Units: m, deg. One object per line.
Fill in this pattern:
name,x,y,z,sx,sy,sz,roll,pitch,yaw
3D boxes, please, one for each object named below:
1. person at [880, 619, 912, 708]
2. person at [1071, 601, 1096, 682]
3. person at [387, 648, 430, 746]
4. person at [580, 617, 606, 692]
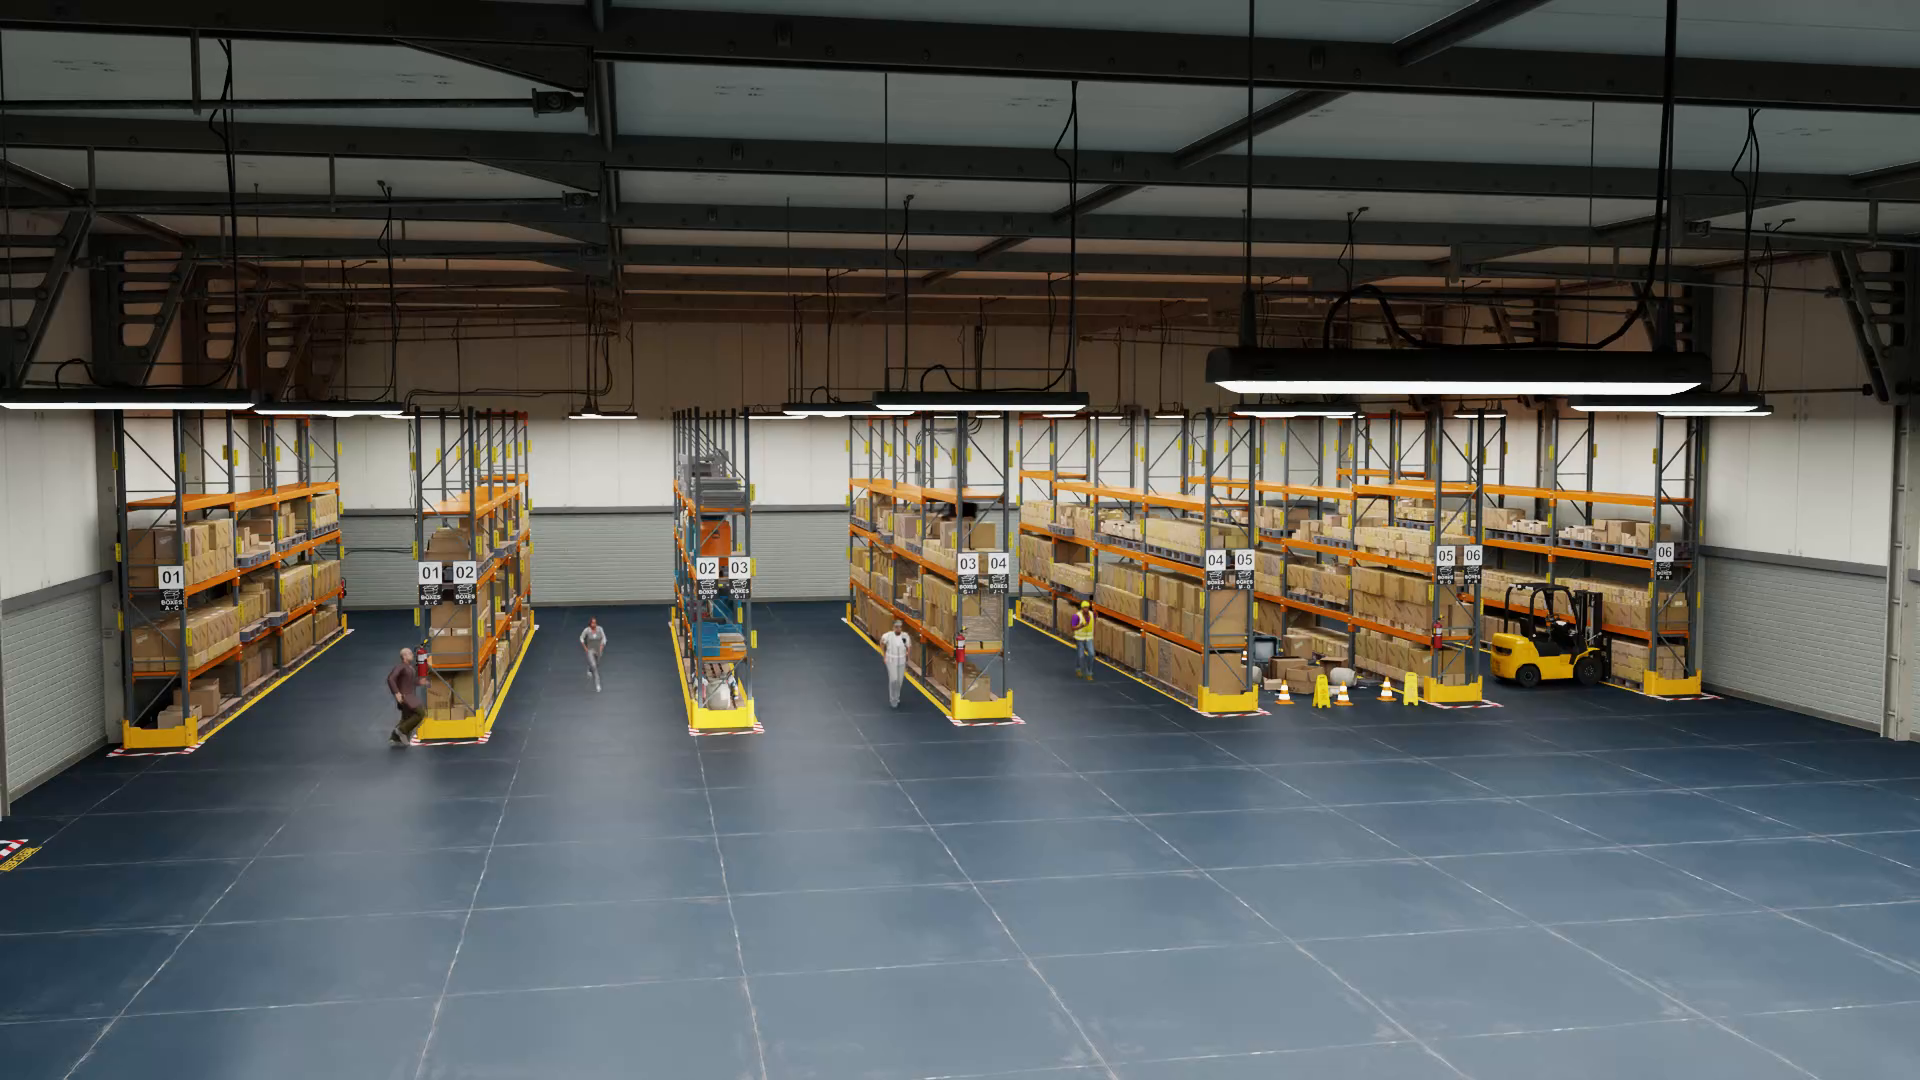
person,-1.273,2.495,33.502,0.591,1.830,0.889,-1,4,-19
person,2.736,2.244,36.814,0.676,1.827,0.862,-1,4,-12
person,-9.716,2.767,29.265,0.715,1.727,0.704,0,4,-6
person,-7.868,2.422,35.626,0.537,1.587,0.942,-2,5,-27
